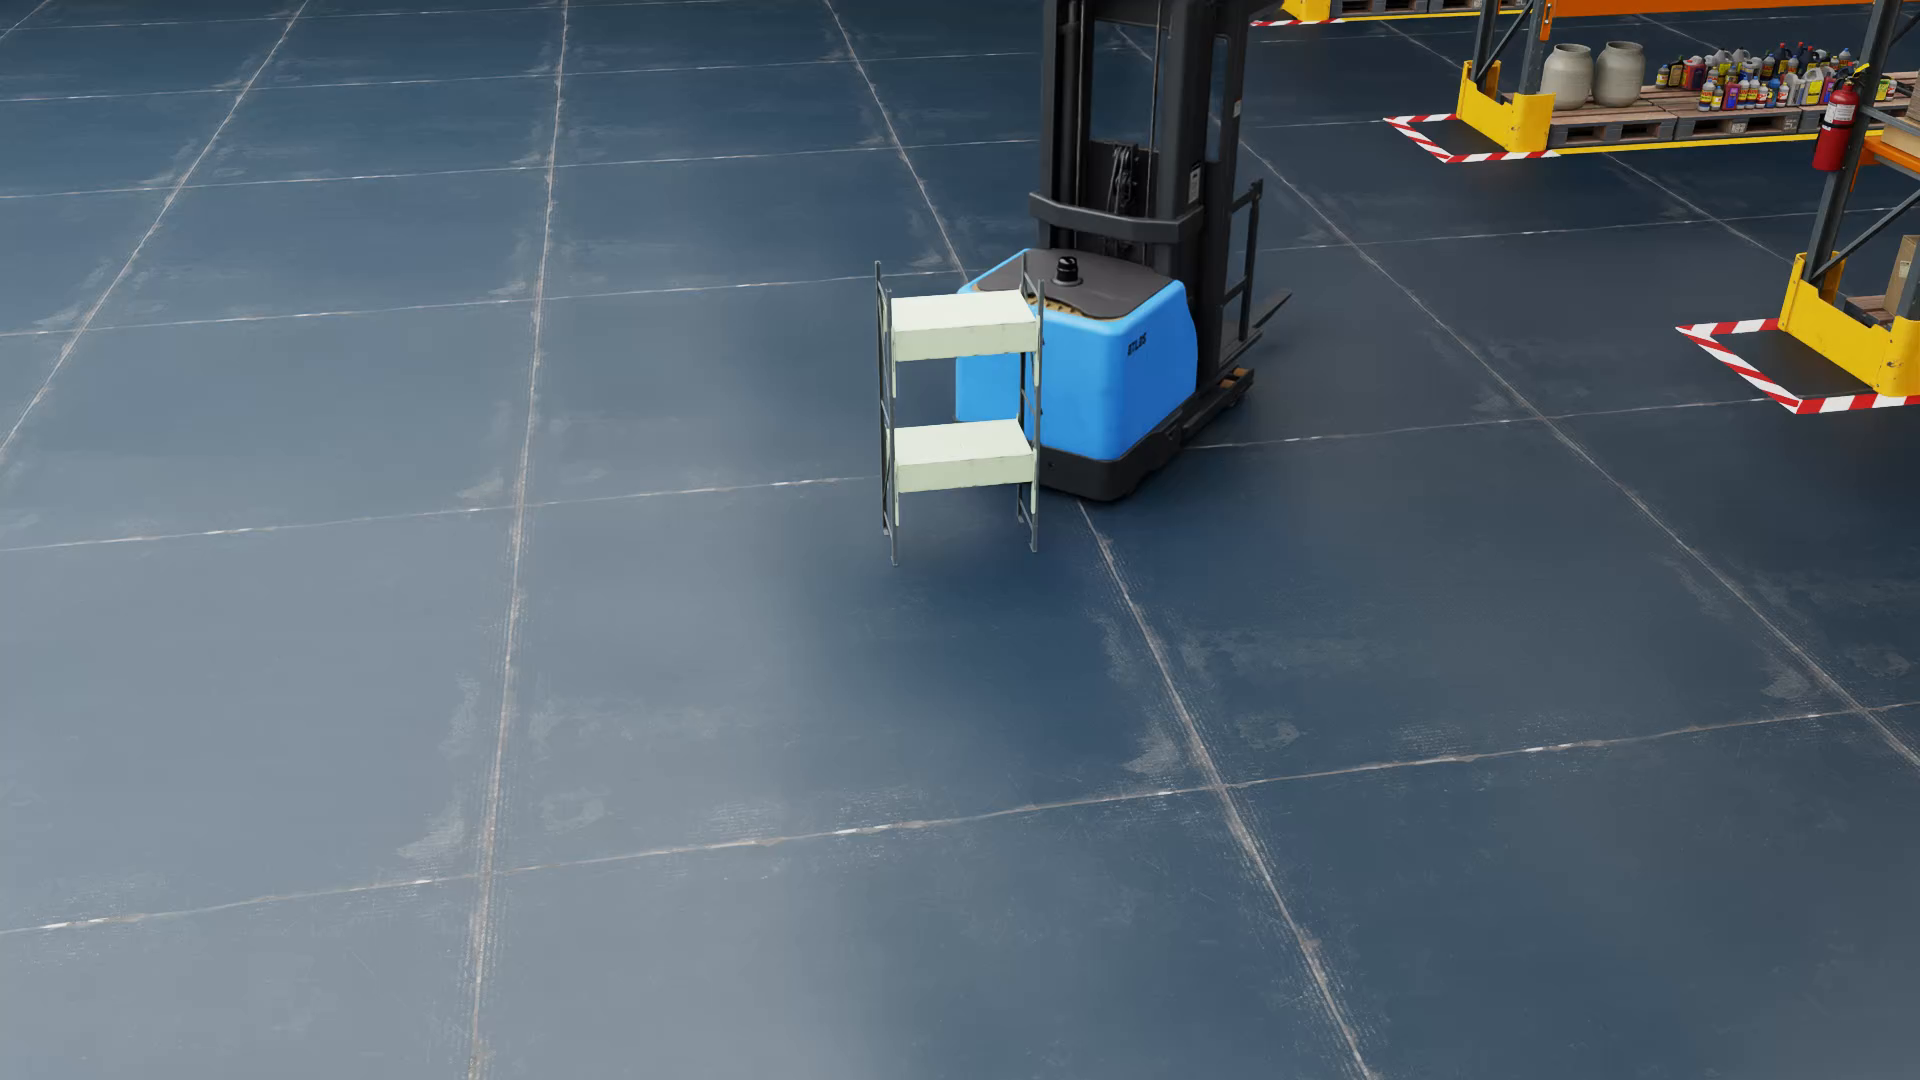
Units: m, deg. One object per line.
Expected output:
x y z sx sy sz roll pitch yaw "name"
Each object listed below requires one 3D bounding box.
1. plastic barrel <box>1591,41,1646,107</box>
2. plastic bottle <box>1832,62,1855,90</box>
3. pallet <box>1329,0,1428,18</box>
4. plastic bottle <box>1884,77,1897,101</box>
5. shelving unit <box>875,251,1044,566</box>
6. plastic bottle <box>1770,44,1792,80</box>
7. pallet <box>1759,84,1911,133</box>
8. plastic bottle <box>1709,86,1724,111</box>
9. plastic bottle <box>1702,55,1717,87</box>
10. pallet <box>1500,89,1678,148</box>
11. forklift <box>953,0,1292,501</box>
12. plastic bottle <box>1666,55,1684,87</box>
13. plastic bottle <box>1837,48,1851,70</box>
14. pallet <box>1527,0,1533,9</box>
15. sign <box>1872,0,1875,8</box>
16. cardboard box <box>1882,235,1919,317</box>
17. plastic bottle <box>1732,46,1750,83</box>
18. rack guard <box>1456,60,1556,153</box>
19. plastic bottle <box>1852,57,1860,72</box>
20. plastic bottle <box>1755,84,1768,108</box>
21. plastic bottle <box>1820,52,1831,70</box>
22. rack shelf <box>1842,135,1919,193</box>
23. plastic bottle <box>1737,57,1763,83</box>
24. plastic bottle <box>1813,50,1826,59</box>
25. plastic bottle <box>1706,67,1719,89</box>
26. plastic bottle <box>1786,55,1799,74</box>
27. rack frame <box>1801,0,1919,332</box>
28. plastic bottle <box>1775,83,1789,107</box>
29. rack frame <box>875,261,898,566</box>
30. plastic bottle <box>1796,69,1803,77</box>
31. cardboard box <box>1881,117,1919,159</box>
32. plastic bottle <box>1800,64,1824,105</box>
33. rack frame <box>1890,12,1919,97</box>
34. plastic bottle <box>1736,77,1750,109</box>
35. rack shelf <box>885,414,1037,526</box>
5.926 -4.189 14.955 0.421 0.512 0.421 0 30 0 "plastic barrel"
7.964 -4.129 14.993 0.185 0.351 0.144 -7 31 -11 "plastic bottle"
4.655 -6.295 19.247 1.213 0.211 1.003 -5 31 -9 "pallet"
8.433 -4.096 15.084 0.097 0.201 0.097 0 30 0 "plastic bottle"
-0.007 -0.646 8.369 0.755 1.500 0.431 -5 31 -9 "shelving unit"
7.679 -4.465 15.564 0.185 0.351 0.144 -7 31 -11 "plastic bottle"
8.066 -4.059 15.445 1.213 0.211 1.003 -5 31 -9 "pallet"
6.741 -3.939 14.817 0.097 0.201 0.097 0 30 0 "plastic bottle"
6.916 -4.360 15.459 0.135 0.276 0.152 -6 31 -10 "plastic bottle"
5.666 -3.836 15.066 1.213 0.211 1.003 -5 31 -9 "pallet"
1.159 -2.185 9.574 1.130 2.935 3.031 17 35 27 "forklift"
6.639 -4.361 15.453 0.133 0.283 0.061 -5 31 -8 "plastic bottle"
8.341 -4.505 15.709 0.097 0.271 0.097 0 30 0 "plastic bottle"
7.056 -6.518 19.626 1.213 0.211 1.003 -5 31 -9 "pallet"
5.611 -3.381 10.086 0.005 0.325 0.100 -5 31 -9 "sign"
6.309 -1.619 10.596 0.500 0.500 0.500 0 30 0 "cardboard box"
7.261 -4.426 15.498 0.185 0.351 0.144 -6 31 -9 "plastic bottle"
4.866 -3.889 14.871 0.348 0.500 1.175 -5 31 -9 "rack guard"
8.126 -4.219 15.145 0.185 0.351 0.144 -5 31 -9 "plastic bottle"
7.172 -3.979 14.885 0.097 0.201 0.097 0 30 0 "plastic bottle"
8.048 -4.414 15.542 0.133 0.283 0.061 -5 31 -9 "plastic bottle"
7.659 -2.339 10.479 4.000 0.370 1.077 -5 31 -9 "rack shelf"
7.313 -4.323 15.395 0.135 0.276 0.152 -5 31 -9 "plastic bottle"
8.028 -4.463 15.634 0.135 0.276 0.152 -4 31 -7 "plastic bottle"
6.957 -4.267 15.375 0.097 0.201 0.097 0 30 0 "plastic bottle"
7.744 -4.375 15.488 0.097 0.271 0.097 0 30 0 "plastic bottle"
5.691 -2.467 9.986 0.127 3.000 1.000 -5 31 -9 "rack frame"
7.374 -3.998 14.917 0.097 0.201 0.097 0 30 0 "plastic bottle"
-0.367 -0.612 8.312 0.023 1.500 0.400 -5 31 -9 "rack frame"
7.602 -4.119 15.042 0.133 0.283 0.061 -5 31 -9 "plastic bottle"
5.935 -2.488 10.269 0.250 0.149 0.380 -5 31 -9 "cardboard box"
7.646 -4.100 14.942 0.185 0.351 0.144 -5 31 -9 "plastic bottle"
8.734 -5.302 14.807 0.127 3.000 1.000 -5 31 -9 "rack frame"
6.976 -3.991 14.836 0.097 0.271 0.097 0 30 0 "plastic bottle"
-0.007 -0.365 8.534 0.720 0.370 0.431 -5 31 -9 "rack shelf"
